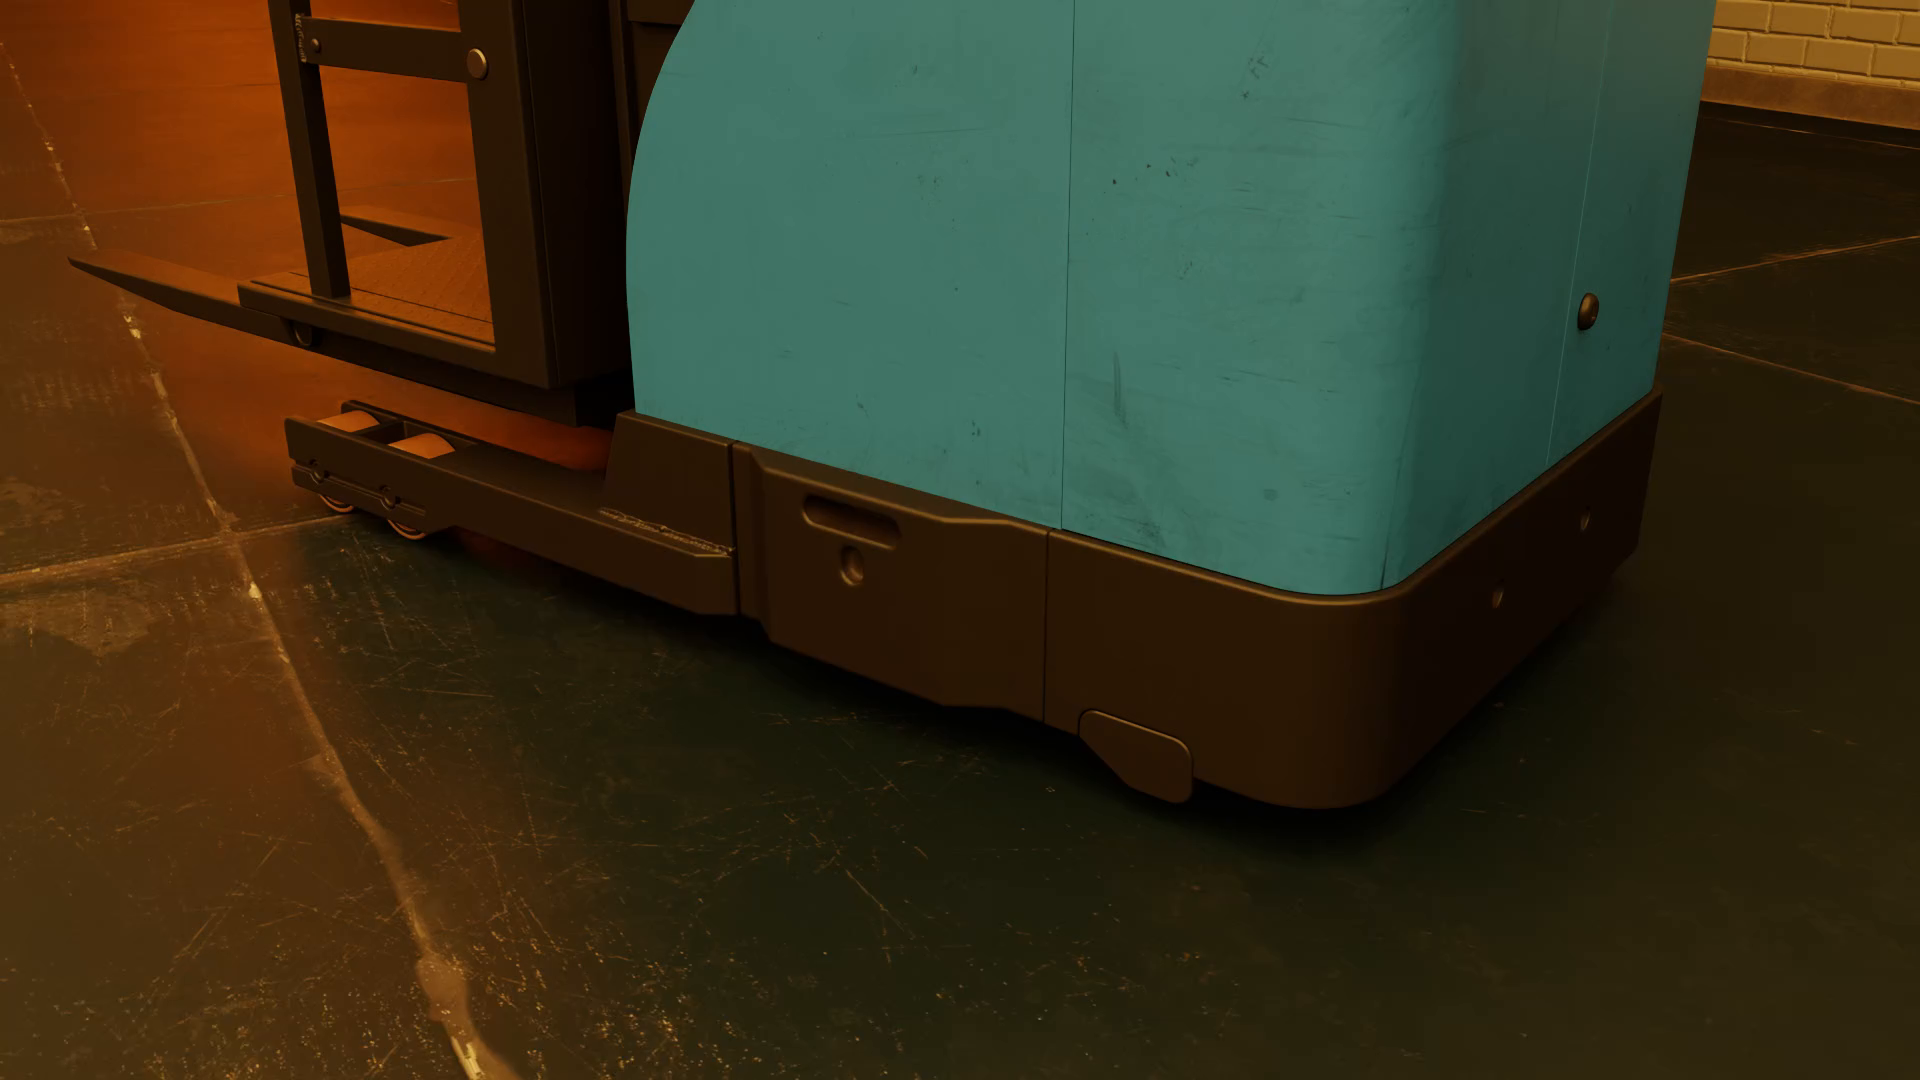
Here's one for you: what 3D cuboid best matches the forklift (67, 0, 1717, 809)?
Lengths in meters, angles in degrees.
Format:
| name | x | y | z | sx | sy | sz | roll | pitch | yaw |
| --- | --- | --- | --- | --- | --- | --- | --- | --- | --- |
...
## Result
| name | x | y | z | sx | sy | sz | roll | pitch | yaw |
| --- | --- | --- | --- | --- | --- | --- | --- | --- | --- |
| forklift | -0.481 | -1.497 | 2.422 | 3.031 | 2.935 | 1.130 | 16 | 27 | 34 |
